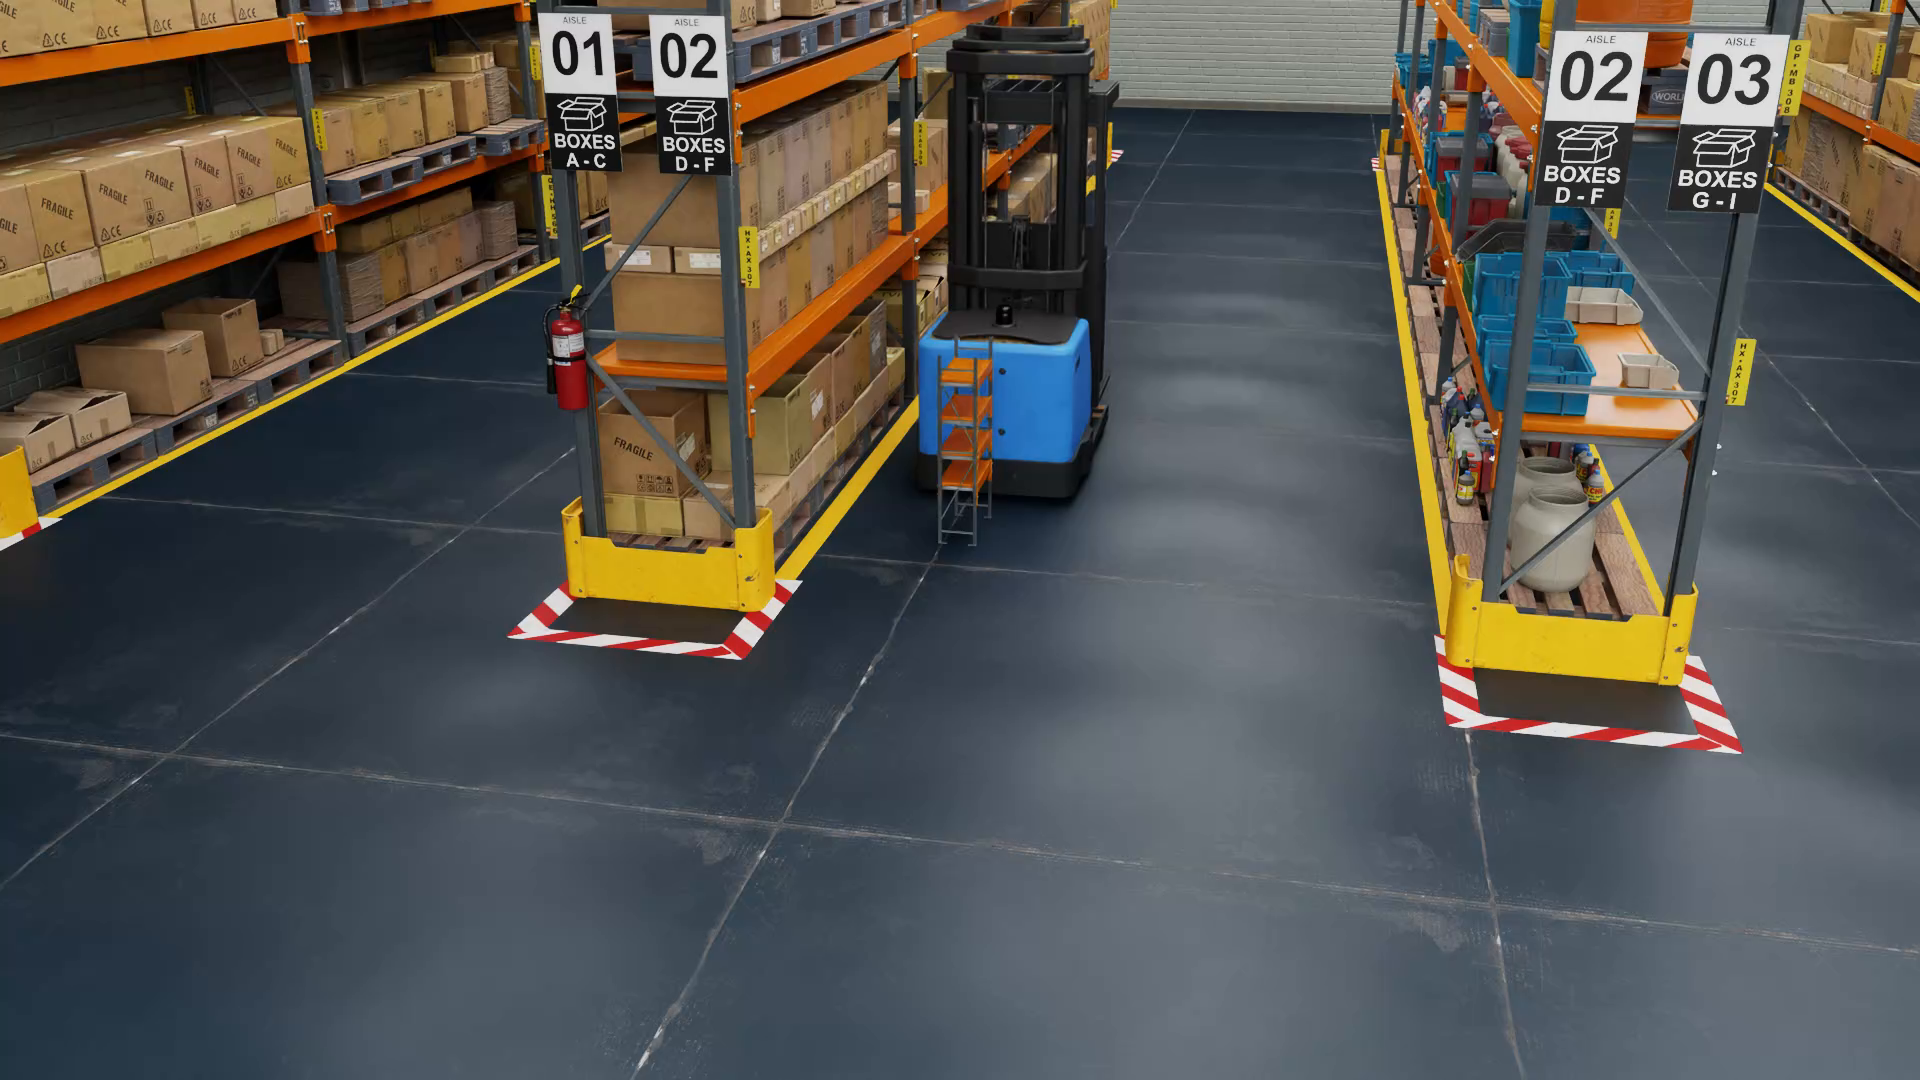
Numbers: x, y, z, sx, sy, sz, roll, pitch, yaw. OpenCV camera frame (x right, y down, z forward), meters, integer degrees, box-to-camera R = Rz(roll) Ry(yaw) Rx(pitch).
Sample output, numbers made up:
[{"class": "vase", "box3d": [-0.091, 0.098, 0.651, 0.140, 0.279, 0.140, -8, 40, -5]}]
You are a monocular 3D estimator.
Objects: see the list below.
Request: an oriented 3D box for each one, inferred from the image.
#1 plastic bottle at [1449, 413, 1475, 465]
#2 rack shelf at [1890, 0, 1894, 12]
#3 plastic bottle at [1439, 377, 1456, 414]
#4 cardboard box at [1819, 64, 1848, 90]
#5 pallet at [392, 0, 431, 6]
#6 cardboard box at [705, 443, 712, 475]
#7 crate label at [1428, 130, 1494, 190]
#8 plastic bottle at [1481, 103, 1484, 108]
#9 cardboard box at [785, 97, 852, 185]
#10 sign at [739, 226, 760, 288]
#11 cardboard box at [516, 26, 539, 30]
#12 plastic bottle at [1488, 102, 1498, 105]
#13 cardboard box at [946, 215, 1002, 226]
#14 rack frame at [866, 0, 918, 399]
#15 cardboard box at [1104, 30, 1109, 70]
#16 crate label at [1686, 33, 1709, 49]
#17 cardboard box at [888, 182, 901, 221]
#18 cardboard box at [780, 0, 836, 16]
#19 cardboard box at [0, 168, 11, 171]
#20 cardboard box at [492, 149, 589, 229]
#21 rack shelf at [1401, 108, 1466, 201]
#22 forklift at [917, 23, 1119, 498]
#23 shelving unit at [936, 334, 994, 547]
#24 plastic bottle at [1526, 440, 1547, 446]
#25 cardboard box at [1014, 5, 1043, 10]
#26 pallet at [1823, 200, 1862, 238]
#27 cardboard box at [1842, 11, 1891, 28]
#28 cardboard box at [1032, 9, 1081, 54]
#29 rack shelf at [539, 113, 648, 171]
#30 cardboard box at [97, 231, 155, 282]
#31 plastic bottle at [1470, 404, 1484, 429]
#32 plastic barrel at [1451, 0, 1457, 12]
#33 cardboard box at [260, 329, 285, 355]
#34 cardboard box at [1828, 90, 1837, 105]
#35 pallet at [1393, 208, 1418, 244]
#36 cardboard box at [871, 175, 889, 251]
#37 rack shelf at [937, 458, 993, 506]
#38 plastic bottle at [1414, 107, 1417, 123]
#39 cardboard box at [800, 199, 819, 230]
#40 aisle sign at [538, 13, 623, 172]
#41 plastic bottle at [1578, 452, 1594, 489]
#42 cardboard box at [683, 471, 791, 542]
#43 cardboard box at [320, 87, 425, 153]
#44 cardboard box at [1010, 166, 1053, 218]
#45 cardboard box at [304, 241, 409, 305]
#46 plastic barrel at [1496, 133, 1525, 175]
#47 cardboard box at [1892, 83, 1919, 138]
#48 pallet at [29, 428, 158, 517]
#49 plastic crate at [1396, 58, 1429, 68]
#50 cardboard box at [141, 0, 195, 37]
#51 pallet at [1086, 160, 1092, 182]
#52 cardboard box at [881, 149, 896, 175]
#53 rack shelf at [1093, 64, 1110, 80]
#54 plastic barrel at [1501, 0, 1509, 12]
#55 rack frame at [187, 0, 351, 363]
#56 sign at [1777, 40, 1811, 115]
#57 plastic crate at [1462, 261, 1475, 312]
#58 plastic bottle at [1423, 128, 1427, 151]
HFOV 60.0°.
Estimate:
[{"class": "plastic bottle", "box3d": [3.314, -0.669, 10.957, 0.144, 0.351, 0.185, 4, 22, 10]}, {"class": "rack shelf", "box3d": [10.899, -6.519, 19.473, 1.077, 0.370, 4.000, 4, 22, 11]}, {"class": "plastic bottle", "box3d": [3.516, -1.037, 11.977, 0.097, 0.271, 0.097, 0, 22, 0]}, {"class": "cardboard box", "box3d": [10.638, -5.541, 19.899, 0.500, 0.250, 0.500, 4, 22, 10]}, {"class": "pallet", "box3d": [-5.250, -4.839, 14.589, 1.213, 0.211, 1.003, 4, 22, 11]}, {"class": "cardboard box", "box3d": [-1.744, -0.420, 10.499, 0.500, 0.250, 0.500, 4, 22, 11]}, {"class": "crate label", "box3d": [4.359, -3.318, 14.531, 0.502, 0.435, 0.616, 4, 22, 11]}, {"class": "plastic bottle", "box3d": [5.548, -4.515, 17.720, 0.097, 0.271, 0.097, 0, 22, 0]}, {"class": "cardboard box", "box3d": [-1.128, -2.678, 11.118, 0.700, 0.500, 0.500, 4, 22, 11]}, {"class": "sign", "box3d": [-1.113, -1.492, 8.778, 0.100, 0.325, 0.005, 4, 22, 11]}, {"class": "cardboard box", "box3d": [-4.713, -5.690, 18.904, 0.500, 0.250, 0.500, 4, 22, 10]}, {"class": "plastic bottle", "box3d": [5.701, -4.563, 17.835, 0.152, 0.276, 0.135, 4, 22, 11]}, {"class": "cardboard box", "box3d": [0.112, -2.993, 16.137, 0.500, 0.311, 0.500, 5, 22, 12]}, {"class": "rack frame", "box3d": [-0.838, -2.561, 12.697, 1.000, 3.000, 0.127, 4, 22, 11]}, {"class": "cardboard box", "box3d": [1.785, -6.811, 23.117, 0.500, 0.500, 0.500, 5, 23, 13]}, {"class": "crate label", "box3d": [3.899, -2.701, 9.228, 0.502, 0.251, 0.408, 4, 22, 11]}, {"class": "cardboard box", "box3d": [-0.781, -2.675, 13.180, 0.500, 0.250, 0.500, 6, 23, 14]}, {"class": "cardboard box", "box3d": [-1.048, -3.382, 9.837, 0.500, 0.500, 0.500, 4, 22, 11]}, {"class": "cardboard box", "box3d": [-6.504, -2.134, 10.807, 0.500, 0.500, 0.500, 5, 22, 12]}, {"class": "cardboard box", "box3d": [-4.594, -3.857, 18.230, 0.750, 0.750, 0.750, 4, 22, 10]}, {"class": "rack shelf", "box3d": [5.234, -4.043, 17.339, 1.077, 0.370, 4.000, 4, 22, 11]}, {"class": "forklift", "box3d": [0.504, -2.151, 11.772, 1.130, 2.935, 3.031, 4, 22, 10]}, {"class": "shelving unit", "box3d": [0.034, -0.617, 10.280, 0.258, 1.200, 0.503, 4, 22, 11]}, {"class": "plastic bottle", "box3d": [3.971, -0.797, 11.374, 0.152, 0.276, 0.135, 4, 22, 11]}, {"class": "cardboard box", "box3d": [0.746, -6.389, 20.730, 0.500, 0.500, 0.500, 4, 22, 10]}, {"class": "pallet", "box3d": [10.723, -3.709, 19.280, 1.003, 0.211, 1.213, 4, 22, 11]}, {"class": "cardboard box", "box3d": [11.465, -6.411, 21.056, 0.500, 0.500, 0.500, 5, 22, 12]}, {"class": "cardboard box", "box3d": [1.166, -6.148, 20.131, 0.500, 0.500, 0.500, 5, 22, 12]}, {"class": "rack shelf", "box3d": [-4.464, -4.798, 19.214, 1.077, 0.370, 4.000, 4, 22, 11]}, {"class": "cardboard box", "box3d": [-5.893, -1.945, 11.342, 0.500, 0.250, 0.500, 4, 22, 10]}, {"class": "plastic bottle", "box3d": [3.528, -0.795, 11.374, 0.097, 0.271, 0.097, 0, 22, 0]}, {"class": "plastic barrel", "box3d": [4.313, -4.712, 13.449, 0.600, 0.830, 0.708, 4, 22, 11]}, {"class": "cardboard box", "box3d": [-5.768, -1.629, 13.587, 0.380, 0.166, 0.250, 2, 22, 4]}, {"class": "cardboard box", "box3d": [10.494, -5.220, 19.636, 0.380, 0.149, 0.250, 4, 22, 10]}, {"class": "pallet", "box3d": [5.444, -3.535, 18.849, 1.003, 0.211, 1.213, 4, 22, 11]}, {"class": "cardboard box", "box3d": [-0.923, -2.444, 12.274, 0.700, 0.500, 0.500, 4, 22, 10]}, {"class": "rack shelf", "box3d": [0.034, -0.371, 10.379, 0.258, 0.148, 0.480, 4, 22, 11]}, {"class": "plastic bottle", "box3d": [5.030, -4.666, 18.189, 0.097, 0.201, 0.097, 0, 22, 0]}, {"class": "cardboard box", "box3d": [-1.103, -2.043, 10.410, 0.380, 0.149, 0.250, 4, 22, 10]}, {"class": "aisle sign", "box3d": [-1.956, -2.302, 8.575, 0.394, 0.787, 0.004, 4, 22, 11]}, {"class": "plastic bottle", "box3d": [3.939, -0.422, 10.450, 0.097, 0.271, 0.097, 0, 22, 0]}, {"class": "cardboard box", "box3d": [-1.327, -0.196, 9.945, 0.500, 0.250, 0.500, 4, 22, 11]}, {"class": "cardboard box", "box3d": [-5.327, -3.818, 15.096, 0.700, 0.500, 0.500, 8, 23, 18]}, {"class": "cardboard box", "box3d": [0.762, -3.965, 18.941, 0.500, 0.500, 0.500, 5, 22, 12]}, {"class": "cardboard box", "box3d": [-5.498, -2.445, 15.166, 0.700, 0.500, 0.500, 4, 22, 10]}, {"class": "plastic barrel", "box3d": [4.739, -3.150, 14.010, 0.421, 0.512, 0.421, 0, 22, 0]}, {"class": "cardboard box", "box3d": [10.051, -4.443, 17.237, 0.500, 0.500, 0.500, 4, 22, 11]}, {"class": "pallet", "box3d": [-6.289, -0.503, 11.320, 1.003, 0.211, 1.213, 4, 22, 11]}, {"class": "plastic crate", "box3d": [5.952, -6.215, 21.913, 0.416, 0.233, 0.300, 4, 22, 11]}, {"class": "cardboard box", "box3d": [-5.741, -3.791, 11.576, 0.500, 0.500, 0.500, 4, 22, 9]}, {"class": "pallet", "box3d": [1.182, -4.892, 22.217, 1.003, 0.211, 1.213, 4, 22, 11]}, {"class": "cardboard box", "box3d": [-0.684, -2.792, 12.270, 0.380, 0.149, 0.250, 4, 22, 11]}, {"class": "rack shelf", "box3d": [1.202, -5.884, 21.912, 1.077, 0.370, 4.000, 4, 22, 11]}, {"class": "plastic barrel", "box3d": [3.730, -3.677, 10.742, 0.421, 0.512, 0.421, 0, 22, 0]}, {"class": "rack frame", "box3d": [-5.689, -2.937, 13.631, 1.000, 3.000, 0.127, 4, 22, 11]}, {"class": "sign", "box3d": [3.731, -2.071, 7.454, 0.100, 0.325, 0.005, 4, 22, 11]}, {"class": "plastic crate", "box3d": [3.457, -1.609, 10.616, 0.450, 0.188, 0.662, 4, 22, 11]}, {"class": "plastic bottle", "box3d": [4.619, -3.962, 16.348, 0.097, 0.271, 0.097, 0, 22, 0]}]
